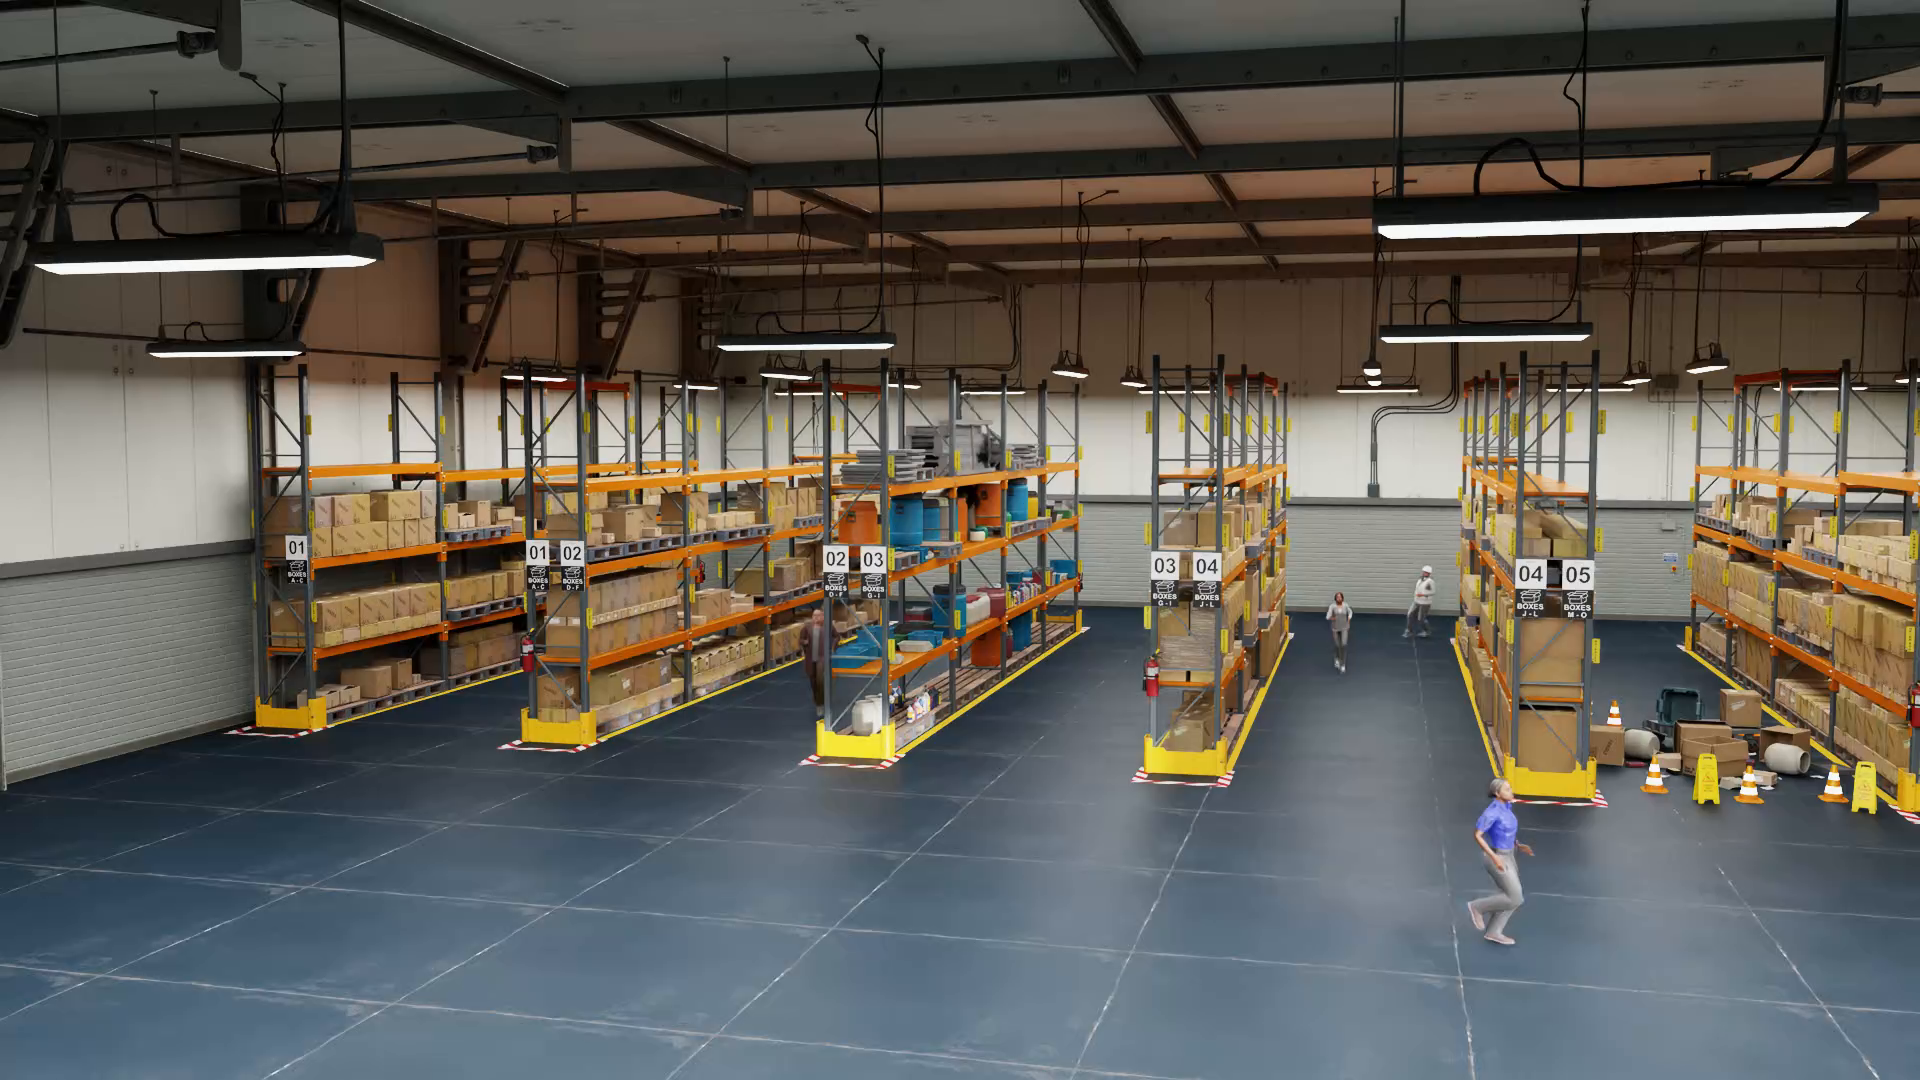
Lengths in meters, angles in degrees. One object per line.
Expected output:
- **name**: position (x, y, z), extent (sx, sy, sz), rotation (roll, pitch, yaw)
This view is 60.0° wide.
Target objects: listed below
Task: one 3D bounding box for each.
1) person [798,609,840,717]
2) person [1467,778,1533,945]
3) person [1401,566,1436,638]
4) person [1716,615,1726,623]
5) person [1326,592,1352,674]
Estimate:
- **person**: position (-2.461, 2.121, 28.832), extent (0.666, 1.841, 0.789), rotation (1, 4, 11)
- **person**: position (5.222, 3.098, 16.048), extent (0.559, 1.611, 0.575), rotation (3, 5, 35)
- **person**: position (10.858, 1.476, 38.997), extent (0.725, 1.771, 0.779), rotation (-2, 4, -21)
- **person**: position (17.537, 1.632, 38.135), extent (0.619, 1.449, 0.996), rotation (-3, 5, -33)
- **person**: position (7.712, 1.881, 33.846), extent (0.522, 1.619, 0.751), rotation (1, 4, 11)
